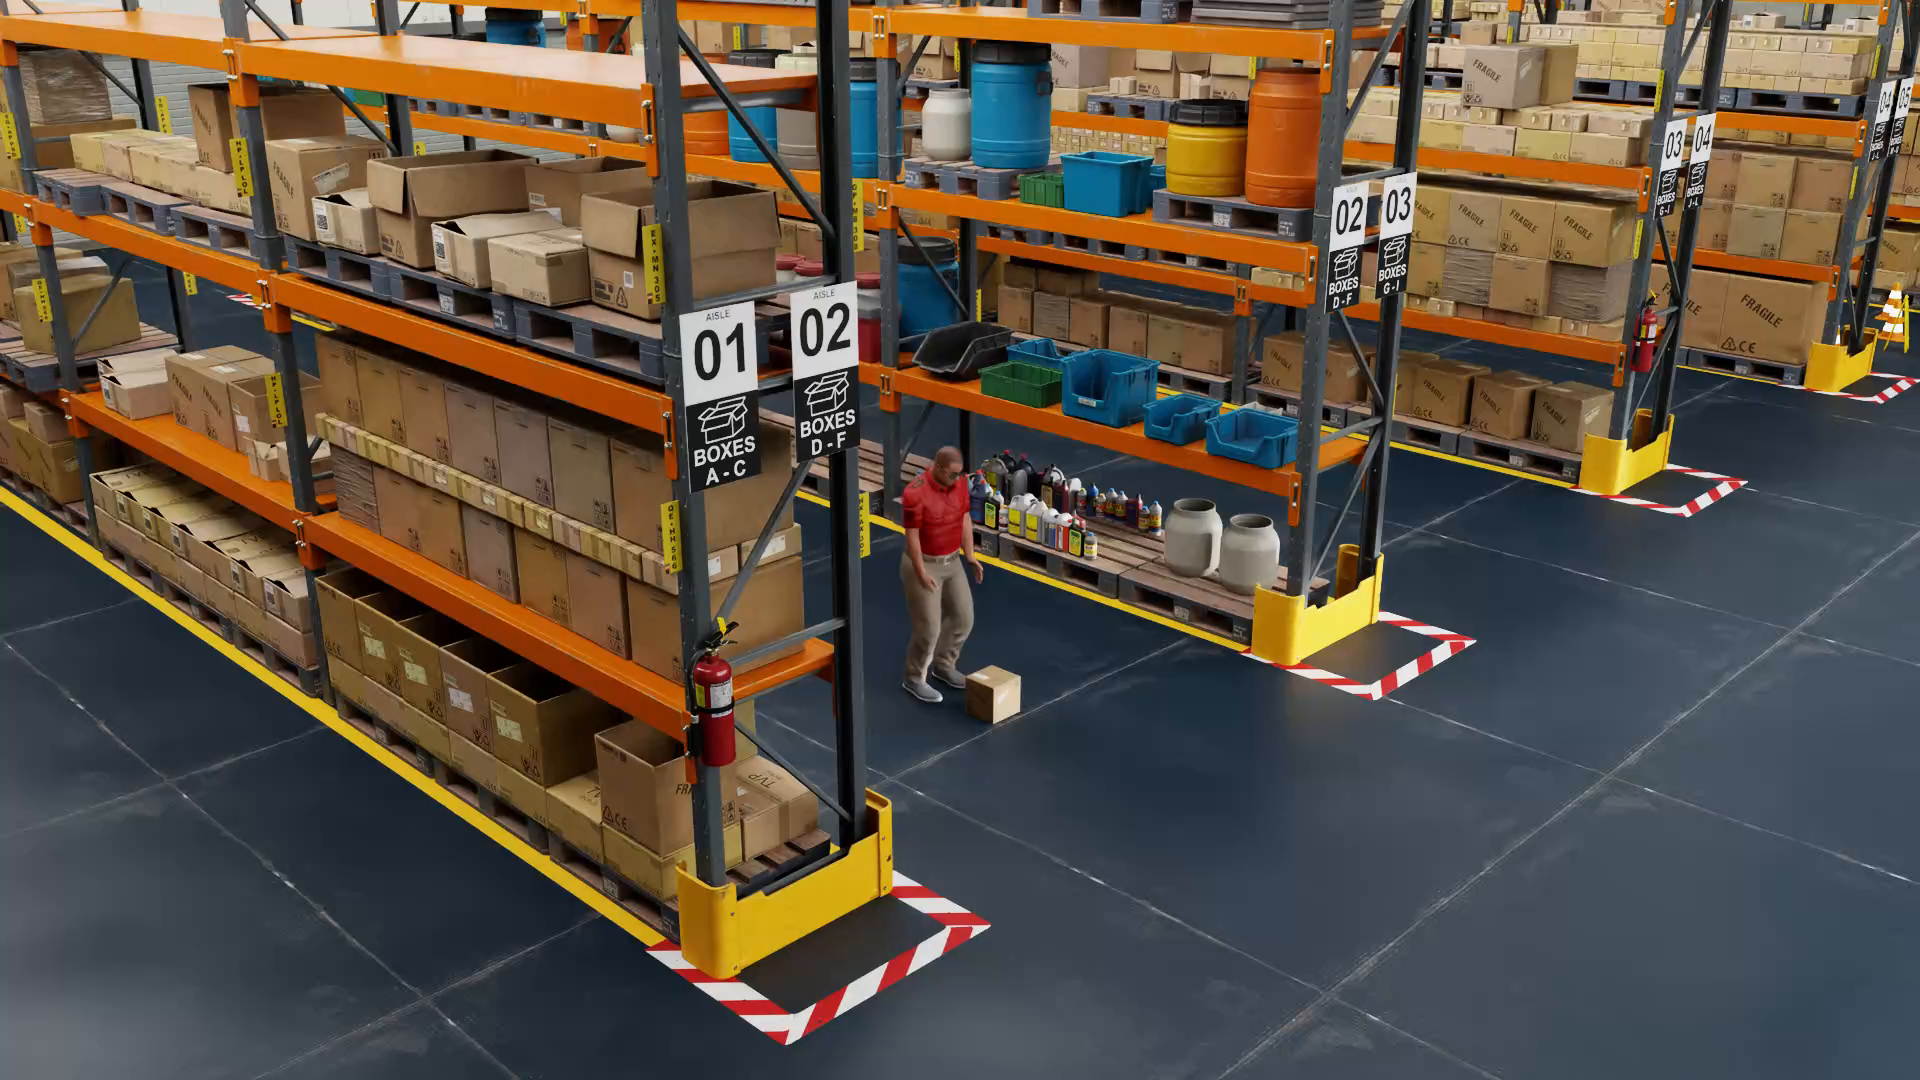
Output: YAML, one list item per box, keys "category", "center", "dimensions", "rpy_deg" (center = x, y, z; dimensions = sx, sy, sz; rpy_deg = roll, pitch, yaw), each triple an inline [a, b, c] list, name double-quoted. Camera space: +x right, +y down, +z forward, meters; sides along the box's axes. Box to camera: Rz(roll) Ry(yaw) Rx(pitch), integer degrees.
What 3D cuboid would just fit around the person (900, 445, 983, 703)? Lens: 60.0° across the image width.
- category: "person"
  center: [-0.135, 0.184, 10.686]
  dimensions: [0.553, 1.687, 0.410]
  rpy_deg: [-19, 28, -41]
